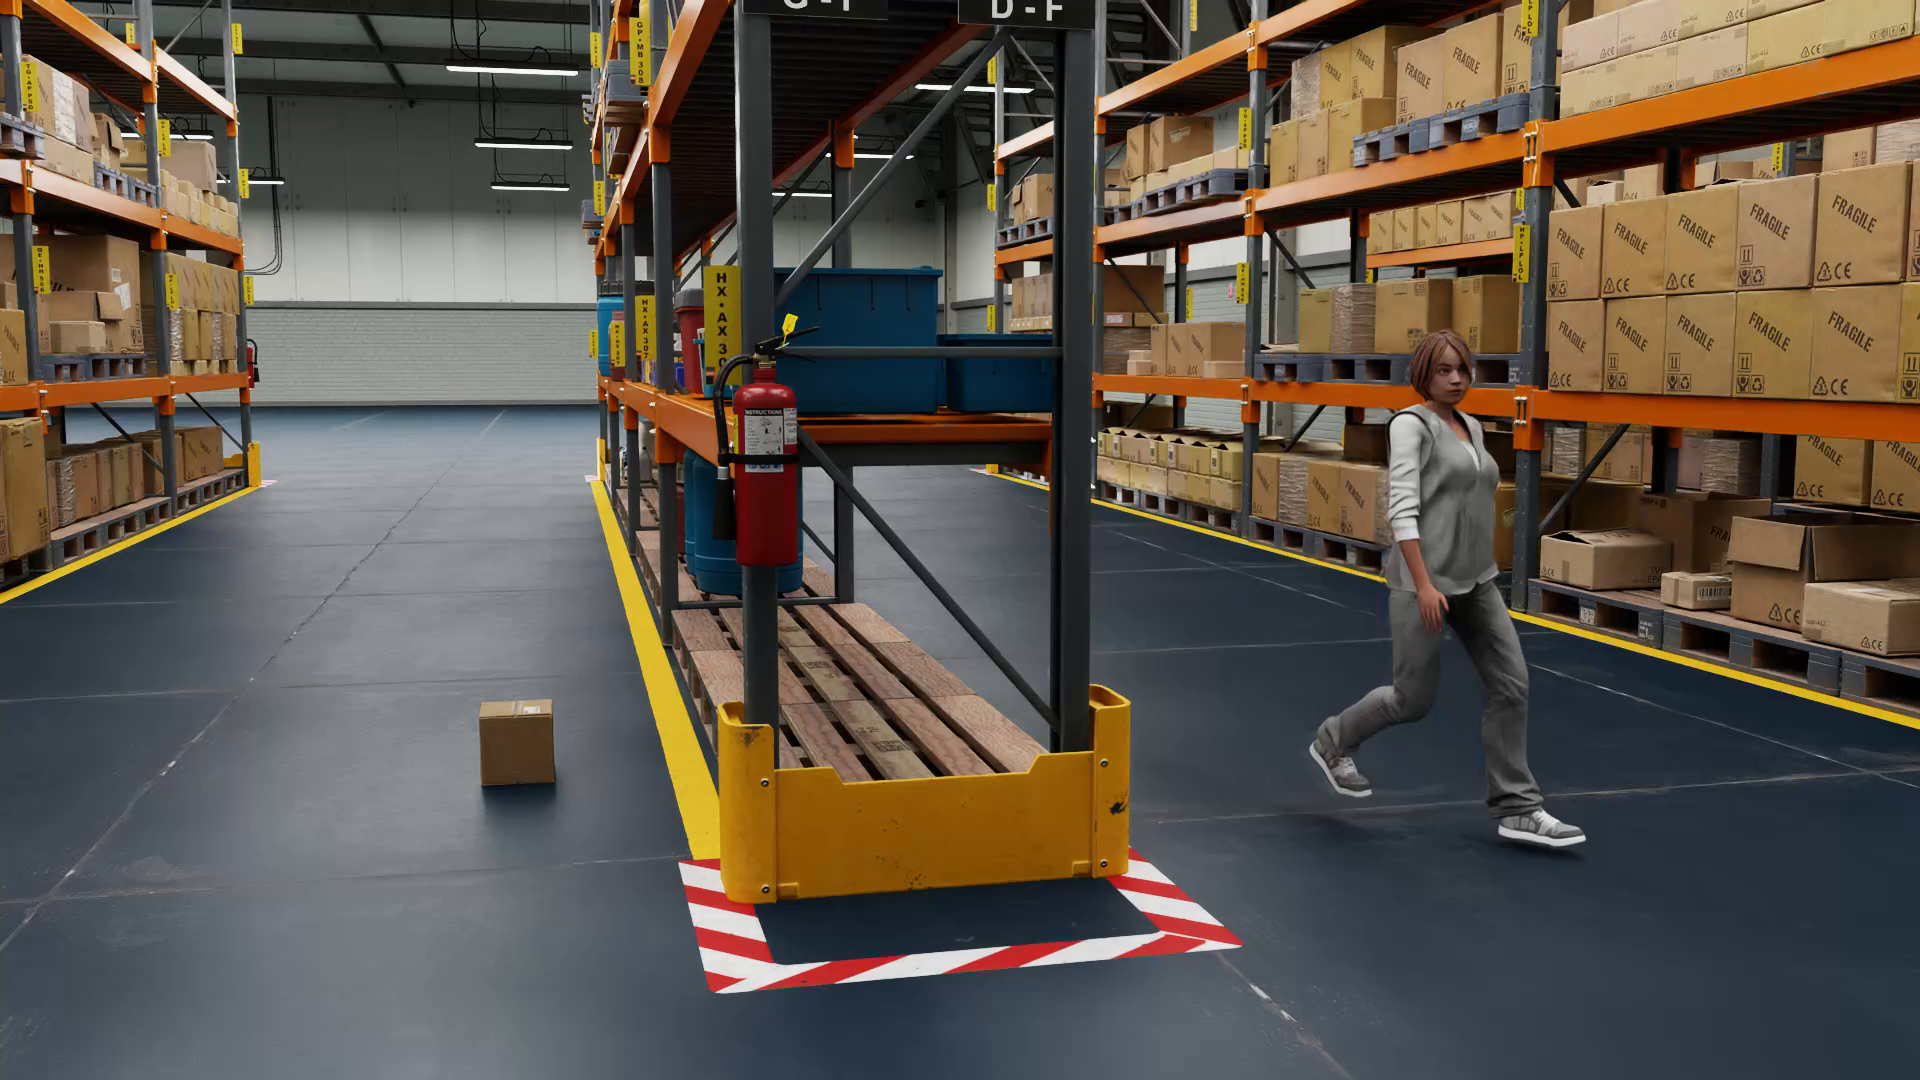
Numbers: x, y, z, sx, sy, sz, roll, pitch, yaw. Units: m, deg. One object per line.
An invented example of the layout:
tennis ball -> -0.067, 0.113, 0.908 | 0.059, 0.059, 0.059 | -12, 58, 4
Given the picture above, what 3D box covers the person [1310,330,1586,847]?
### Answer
person -> 1.476, 0.134, 5.131 | 0.446, 1.551, 0.871 | -5, 8, -38
